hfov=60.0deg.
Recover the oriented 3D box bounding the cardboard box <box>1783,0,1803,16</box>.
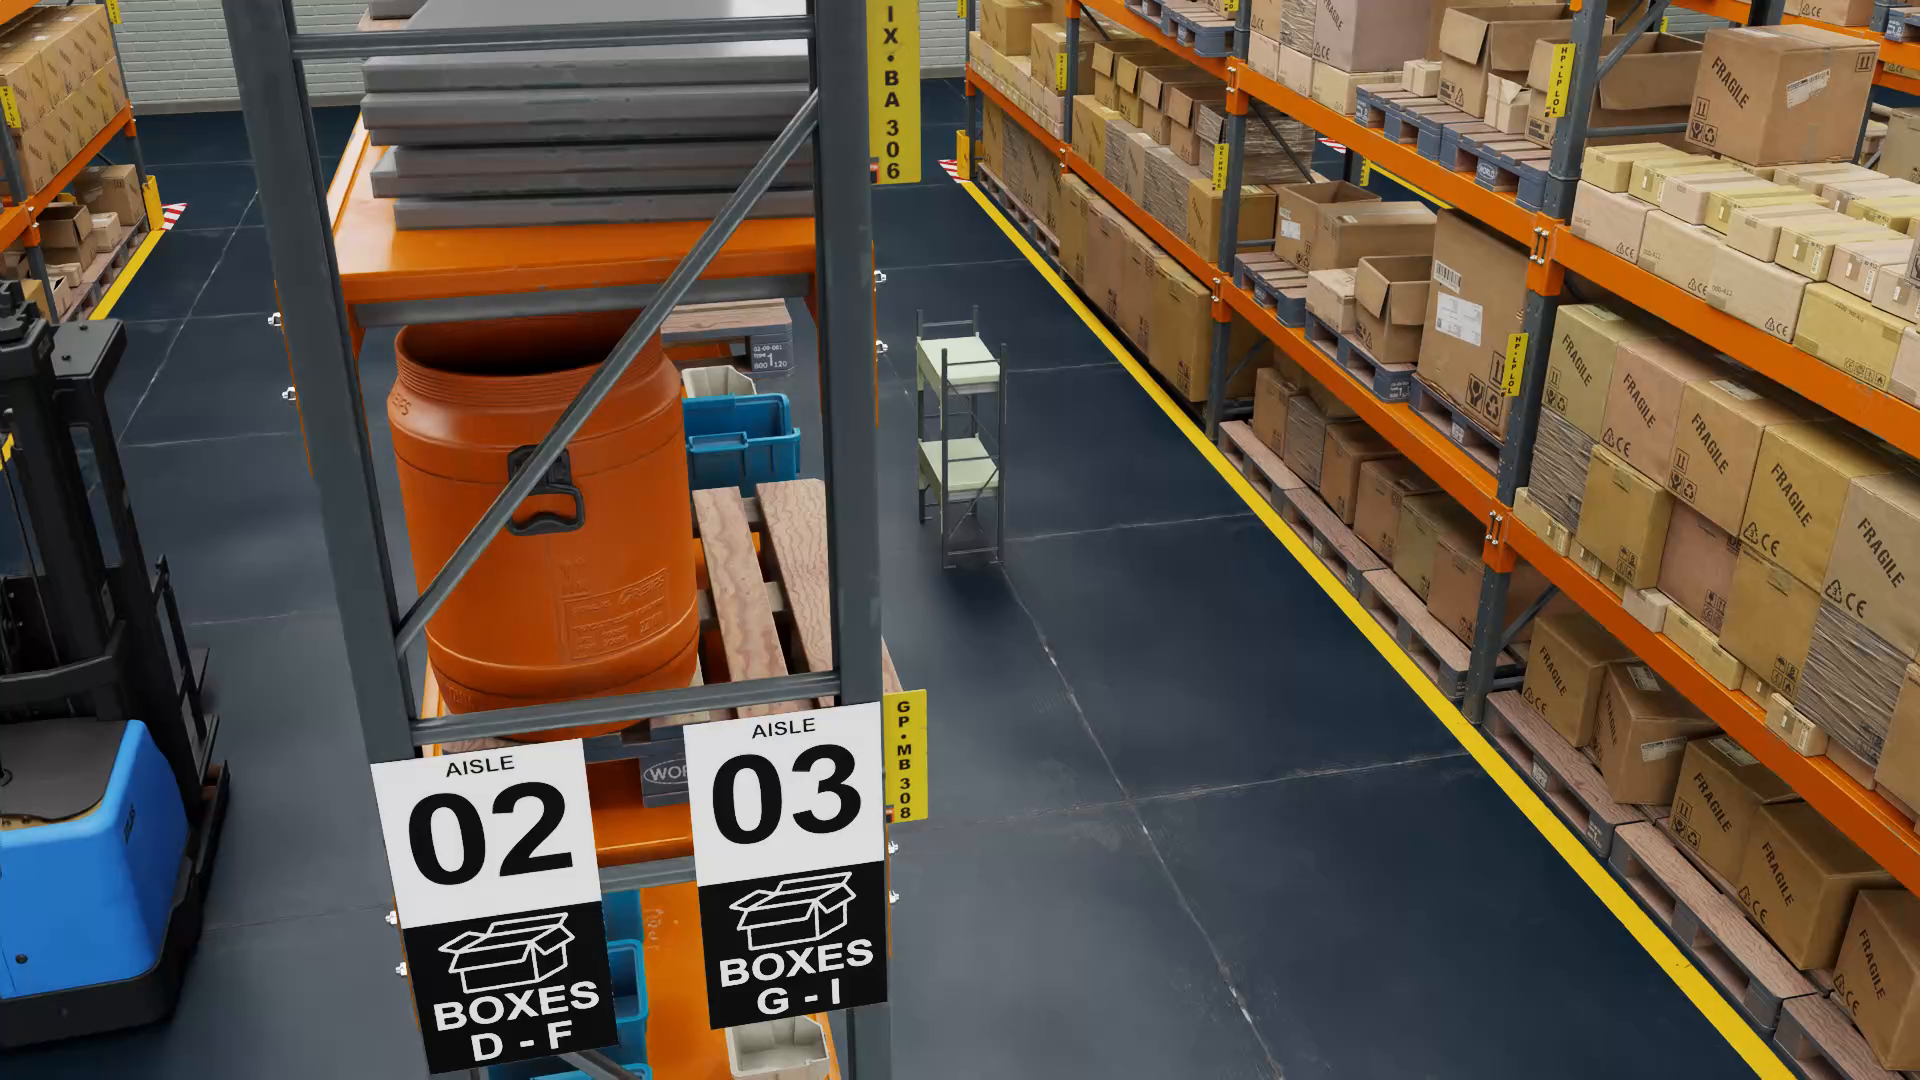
[{"bbox_3d":[6.720,-4.443,13.131,0.500,0.500,0.500,-6,27,-12],"label":"cardboard box"}]

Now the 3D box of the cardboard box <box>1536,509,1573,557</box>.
[{"bbox_3d":[3.067,-0.053,8.151,0.380,0.149,0.250,-6,27,-12],"label":"cardboard box"}]

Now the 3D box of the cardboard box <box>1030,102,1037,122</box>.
[{"bbox_3d":[0.904,-4.240,16.447,0.380,0.149,0.250,-5,27,-11],"label":"cardboard box"}]

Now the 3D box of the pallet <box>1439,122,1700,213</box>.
[{"bbox_3d":[3.233,-1.938,8.487,1.213,0.211,1.003,-6,27,-12],"label":"pallet"}]

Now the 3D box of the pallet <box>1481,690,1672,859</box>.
[{"bbox_3d":[3.454,1.135,8.613,1.003,0.211,1.213,-6,27,-12],"label":"pallet"}]

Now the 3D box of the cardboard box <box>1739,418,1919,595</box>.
[{"bbox_3d":[3.472,-0.144,6.502,0.500,0.500,0.500,-6,27,-12],"label":"cardboard box"}]

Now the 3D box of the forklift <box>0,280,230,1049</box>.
[{"bbox_3d":[-4.210,0.168,7.511,1.130,2.935,3.031,-7,28,-14],"label":"forklift"}]

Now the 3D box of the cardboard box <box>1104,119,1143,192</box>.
[{"bbox_3d":[1.552,-3.290,14.175,0.500,0.500,0.500,-7,28,-13],"label":"cardboard box"}]

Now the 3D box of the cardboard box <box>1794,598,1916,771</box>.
[{"bbox_3d":[3.772,0.502,6.332,0.875,0.500,0.500,-6,27,-12],"label":"cardboard box"}]

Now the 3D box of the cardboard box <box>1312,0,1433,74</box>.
[{"bbox_3d":[2.453,-3.088,9.892,0.500,0.500,0.500,-7,28,-13],"label":"cardboard box"}]

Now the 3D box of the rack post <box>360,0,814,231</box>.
[{"bbox_3d":[-0.702,-0.942,3.530,0.937,0.300,0.954,-3,27,-6],"label":"rack post"}]

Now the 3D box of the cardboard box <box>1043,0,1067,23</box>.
[{"bbox_3d":[0.930,-5.882,18.426,0.500,0.500,0.500,-6,27,-11],"label":"cardboard box"}]

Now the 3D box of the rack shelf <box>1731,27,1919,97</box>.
[{"bbox_3d":[10.670,-5.476,19.416,1.077,0.370,4.000,-6,27,-12],"label":"rack shelf"}]

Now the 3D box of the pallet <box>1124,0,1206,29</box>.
[{"bbox_3d":[1.915,-4.180,12.929,1.003,0.211,1.213,-5,27,-9],"label":"pallet"}]

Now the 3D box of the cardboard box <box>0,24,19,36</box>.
[{"bbox_3d":[-9.012,-4.485,15.433,0.500,0.500,0.500,-6,27,-11],"label":"cardboard box"}]

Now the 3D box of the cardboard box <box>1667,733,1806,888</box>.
[{"bbox_3d":[3.672,1.222,7.654,0.500,0.500,0.500,-8,28,-16],"label":"cardboard box"}]

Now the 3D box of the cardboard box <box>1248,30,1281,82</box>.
[{"bbox_3d":[2.225,-3.197,10.939,0.500,0.250,0.500,-5,27,-11],"label":"cardboard box"}]

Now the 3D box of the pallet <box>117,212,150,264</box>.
[{"bbox_3d":[-8.891,-3.036,16.879,1.003,0.211,1.213,-6,27,-12],"label":"pallet"}]

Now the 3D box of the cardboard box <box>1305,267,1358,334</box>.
[{"bbox_3d":[2.521,-1.518,10.476,0.500,0.250,0.500,-7,28,-13],"label":"cardboard box"}]

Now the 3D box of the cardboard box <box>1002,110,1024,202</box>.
[{"bbox_3d":[0.991,-4.236,18.051,0.875,0.875,0.875,-6,27,-12],"label":"cardboard box"}]

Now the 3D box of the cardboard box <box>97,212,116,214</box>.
[{"bbox_3d":[-8.722,-3.196,16.755,0.380,0.166,0.250,-6,27,-12],"label":"cardboard box"}]

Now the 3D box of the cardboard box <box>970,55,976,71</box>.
[{"bbox_3d":[0.323,-5.368,18.681,0.380,0.149,0.250,-6,27,-11],"label":"cardboard box"}]

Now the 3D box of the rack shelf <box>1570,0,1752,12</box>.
[{"bbox_3d":[2.818,-3.458,9.202,1.077,0.370,4.000,-6,27,-12],"label":"rack shelf"}]

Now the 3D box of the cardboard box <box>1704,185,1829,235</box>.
[{"bbox_3d":[3.306,-1.342,6.822,0.380,0.149,0.250,-5,27,-10],"label":"cardboard box"}]

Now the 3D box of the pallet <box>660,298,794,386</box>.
[{"bbox_3d":[-1.299,-0.846,6.324,1.213,0.211,1.003,-6,27,-12],"label":"pallet"}]

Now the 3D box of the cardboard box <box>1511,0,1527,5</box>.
[{"bbox_3d":[5.829,-5.401,16.918,0.500,0.500,0.500,-7,28,-13],"label":"cardboard box"}]

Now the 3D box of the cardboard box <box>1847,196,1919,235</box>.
[{"bbox_3d":[3.809,-1.271,6.680,0.380,0.149,0.250,-5,27,-10],"label":"cardboard box"}]

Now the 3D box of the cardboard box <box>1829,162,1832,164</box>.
[{"bbox_3d":[6.667,-2.995,13.184,0.380,0.149,0.250,-5,27,-11],"label":"cardboard box"}]

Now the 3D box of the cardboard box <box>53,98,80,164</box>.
[{"bbox_3d":[-8.265,-3.649,14.886,0.500,0.500,0.500,-6,27,-12],"label":"cardboard box"}]

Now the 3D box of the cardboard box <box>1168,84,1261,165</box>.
[{"bbox_3d":[2.074,-3.258,12.999,0.797,0.503,0.637,-5,27,-10],"label":"cardboard box"}]

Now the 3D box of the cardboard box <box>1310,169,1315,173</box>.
[{"bbox_3d":[2.404,-2.669,12.944,0.500,0.500,0.500,-7,28,-13],"label":"cardboard box"}]

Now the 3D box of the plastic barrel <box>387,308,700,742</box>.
[{"bbox_3d":[-0.889,-0.061,3.616,0.600,0.830,0.708,-6,27,-12],"label":"plastic barrel"}]

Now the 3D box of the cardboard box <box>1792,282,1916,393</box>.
[{"bbox_3d":[3.473,-0.768,6.127,0.500,0.250,0.500,-6,27,-12],"label":"cardboard box"}]

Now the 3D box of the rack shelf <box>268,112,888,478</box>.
[{"bbox_3d":[-1.106,-1.199,4.727,1.077,0.370,4.000,-6,27,-12],"label":"rack shelf"}]

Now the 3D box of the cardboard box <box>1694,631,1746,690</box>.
[{"bbox_3d":[3.375,0.493,7.069,0.380,0.149,0.250,-6,27,-12],"label":"cardboard box"}]

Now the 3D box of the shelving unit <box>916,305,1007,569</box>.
[{"bbox_3d":[0.002,-0.667,10.753,0.431,1.500,0.755,-6,27,-12],"label":"shelving unit"}]

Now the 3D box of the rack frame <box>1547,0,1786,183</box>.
[{"bbox_3d":[3.268,-3.079,7.210,1.000,3.000,0.127,-6,27,-12],"label":"rack frame"}]

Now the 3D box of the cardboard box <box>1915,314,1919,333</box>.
[{"bbox_3d":[3.517,-0.757,5.663,0.380,0.149,0.250,-7,28,-14],"label":"cardboard box"}]

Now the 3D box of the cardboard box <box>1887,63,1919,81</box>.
[{"bbox_3d":[10.646,-5.367,18.290,0.500,0.500,0.500,-7,28,-13],"label":"cardboard box"}]

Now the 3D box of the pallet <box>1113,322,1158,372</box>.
[{"bbox_3d":[1.991,-1.800,14.429,1.003,0.211,1.213,-6,27,-12],"label":"pallet"}]

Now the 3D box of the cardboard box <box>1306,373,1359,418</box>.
[{"bbox_3d":[2.677,-1.049,11.300,0.500,0.250,0.500,-3,27,-6],"label":"cardboard box"}]

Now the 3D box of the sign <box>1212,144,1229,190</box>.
[{"bbox_3d":[1.827,-2.616,11.666,0.100,0.325,0.005,-6,27,-12],"label":"sign"}]

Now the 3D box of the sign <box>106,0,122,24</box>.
[{"bbox_3d":[-8.543,-5.370,16.772,0.100,0.325,0.005,-6,27,-12],"label":"sign"}]

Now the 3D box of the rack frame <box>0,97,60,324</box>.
[{"bbox_3d":[-8.187,-2.909,13.530,1.000,3.000,0.127,-6,27,-12],"label":"rack frame"}]

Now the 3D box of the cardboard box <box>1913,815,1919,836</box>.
[{"bbox_3d":[3.701,1.037,5.991,0.380,0.149,0.250,-6,27,-12],"label":"cardboard box"}]

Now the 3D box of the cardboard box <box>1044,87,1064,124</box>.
[{"bbox_3d":[1.110,-4.146,15.818,0.500,0.250,0.500,-6,27,-13],"label":"cardboard box"}]

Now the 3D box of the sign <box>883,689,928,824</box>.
[{"bbox_3d":[-0.119,0.461,3.516,0.100,0.325,0.005,-6,27,-12],"label":"sign"}]

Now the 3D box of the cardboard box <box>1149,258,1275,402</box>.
[{"bbox_3d":[2.232,-1.701,13.030,1.225,0.875,0.875,-7,28,-14],"label":"cardboard box"}]

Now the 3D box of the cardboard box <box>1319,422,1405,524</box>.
[{"bbox_3d":[2.809,-0.455,10.955,0.700,0.500,0.500,-4,27,-7],"label":"cardboard box"}]

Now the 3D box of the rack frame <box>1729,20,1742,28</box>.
[{"bbox_3d":[10.219,-6.675,20.993,1.000,3.000,0.127,-6,27,-12],"label":"rack frame"}]

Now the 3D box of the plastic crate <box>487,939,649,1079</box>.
[{"bbox_3d":[-1.201,1.449,5.061,0.499,0.251,0.408,-6,27,-12],"label":"plastic crate"}]

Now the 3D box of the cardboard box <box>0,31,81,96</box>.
[{"bbox_3d":[-8.368,-4.314,15.094,0.500,0.500,0.500,-5,27,-10],"label":"cardboard box"}]

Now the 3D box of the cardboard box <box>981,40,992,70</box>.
[{"bbox_3d":[0.533,-5.269,18.043,0.500,0.250,0.500,-6,27,-12],"label":"cardboard box"}]

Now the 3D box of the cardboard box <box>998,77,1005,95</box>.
[{"bbox_3d":[0.615,-4.803,17.563,0.380,0.149,0.250,-6,27,-12],"label":"cardboard box"}]

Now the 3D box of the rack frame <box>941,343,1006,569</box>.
[{"bbox_3d":[0.084,-0.506,10.434,0.400,1.500,0.023,-6,27,-12],"label":"rack frame"}]

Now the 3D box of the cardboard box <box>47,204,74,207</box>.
[{"bbox_3d":[-9.129,-3.147,16.565,0.500,0.250,0.500,-6,27,-12],"label":"cardboard box"}]
